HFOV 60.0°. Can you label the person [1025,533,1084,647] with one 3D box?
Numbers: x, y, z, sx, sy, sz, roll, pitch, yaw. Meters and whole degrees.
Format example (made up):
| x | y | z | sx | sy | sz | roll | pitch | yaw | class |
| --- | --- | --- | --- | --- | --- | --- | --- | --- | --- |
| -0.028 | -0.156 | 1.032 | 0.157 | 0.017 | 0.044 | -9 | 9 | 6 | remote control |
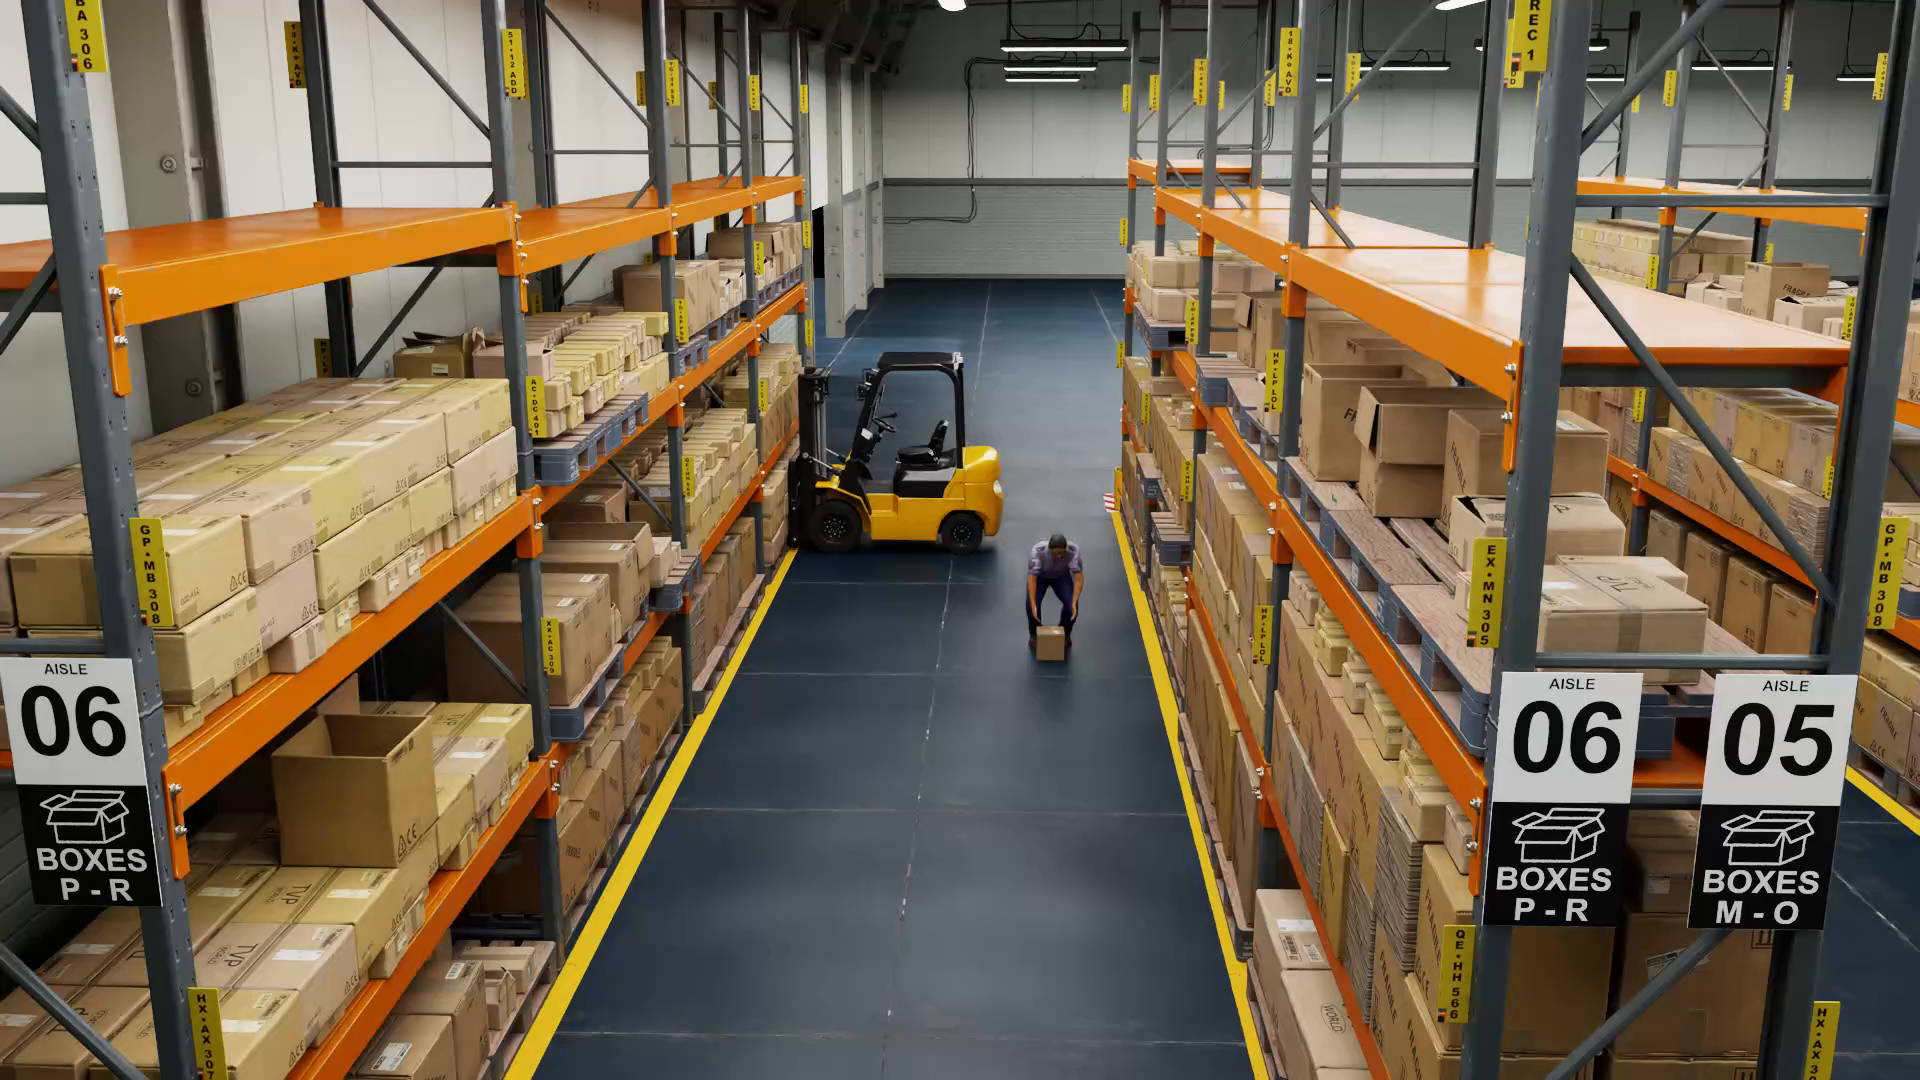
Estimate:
| x | y | z | sx | sy | sz | roll | pitch | yaw | class |
| --- | --- | --- | --- | --- | --- | --- | --- | --- | --- |
| 0.872 | 0.423 | 15.397 | 0.535 | 1.141 | 0.760 | 0 | 14 | 1 | person |
